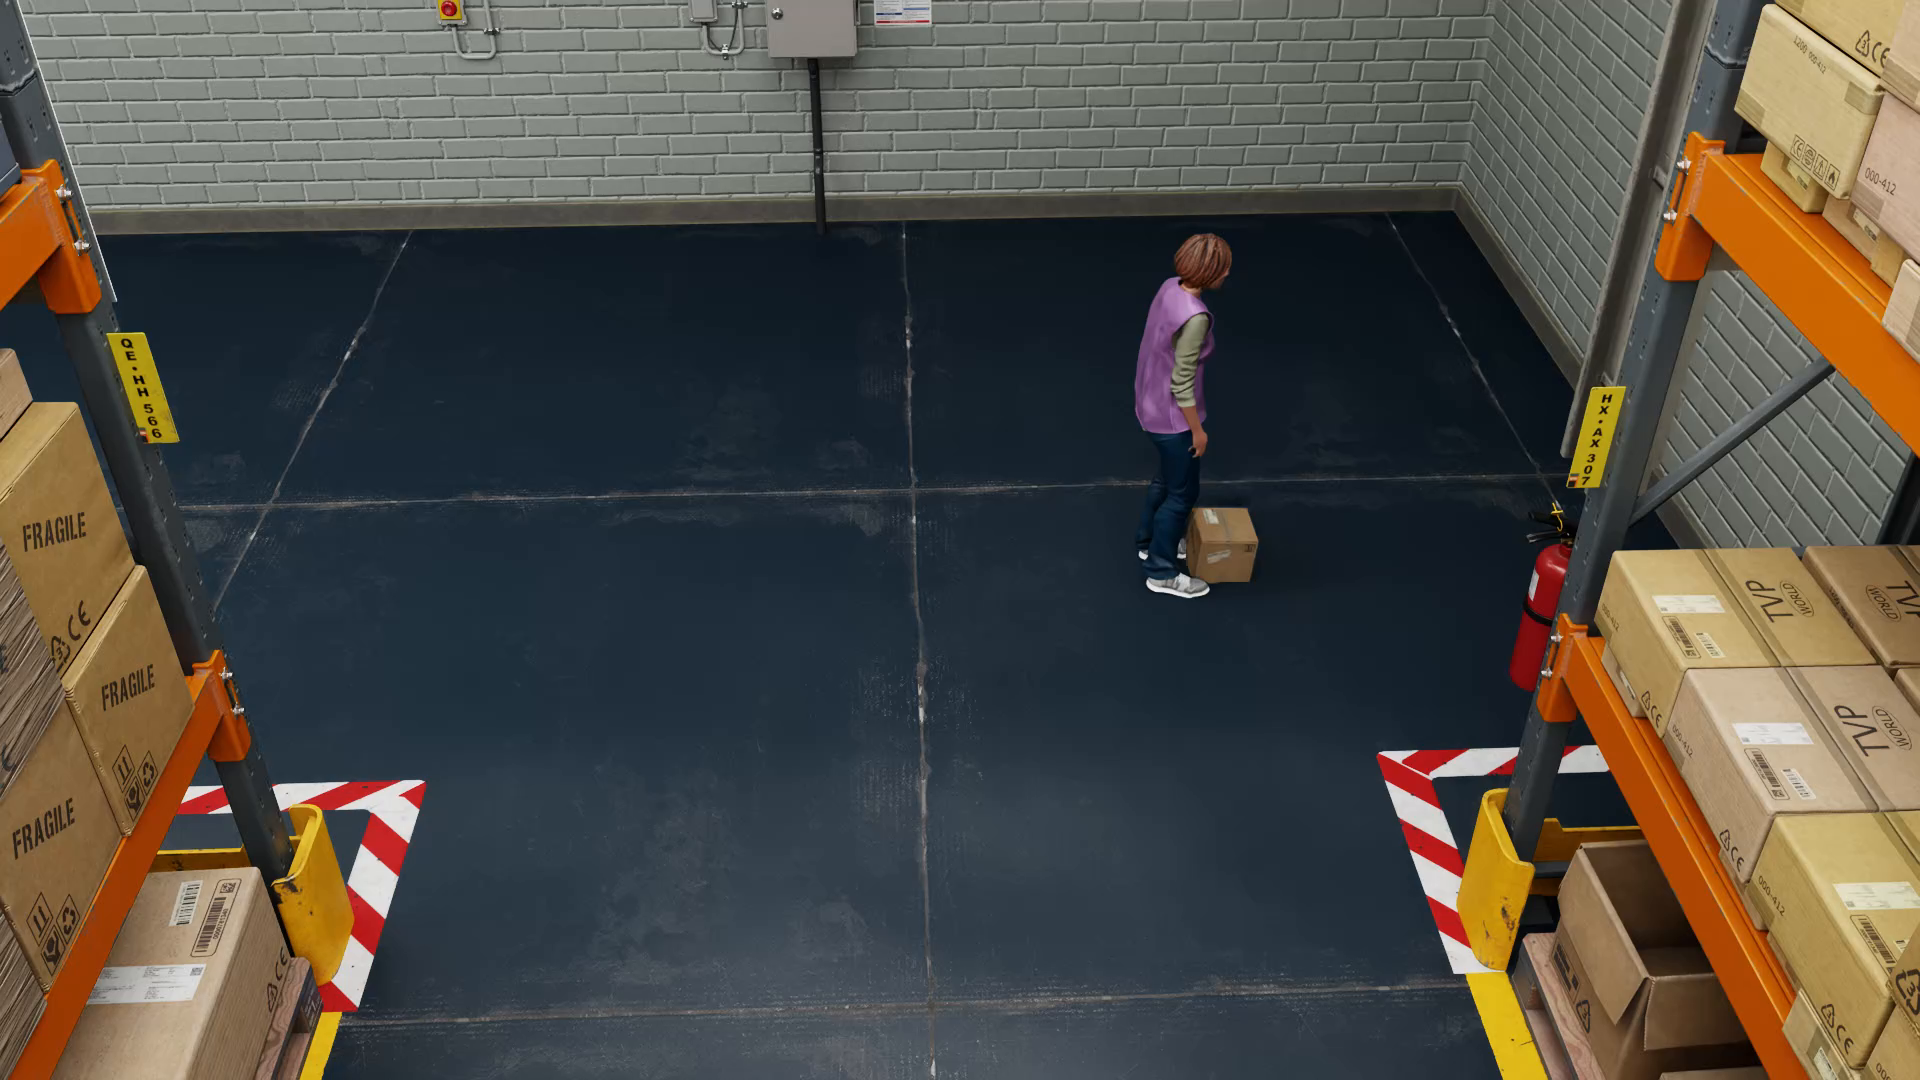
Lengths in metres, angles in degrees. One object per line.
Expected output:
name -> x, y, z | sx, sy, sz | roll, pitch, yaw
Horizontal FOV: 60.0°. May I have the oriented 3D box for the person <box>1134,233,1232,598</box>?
person -> 0.898, -0.519, 6.877 | 0.342, 1.593, 0.460 | -3, 36, -4
